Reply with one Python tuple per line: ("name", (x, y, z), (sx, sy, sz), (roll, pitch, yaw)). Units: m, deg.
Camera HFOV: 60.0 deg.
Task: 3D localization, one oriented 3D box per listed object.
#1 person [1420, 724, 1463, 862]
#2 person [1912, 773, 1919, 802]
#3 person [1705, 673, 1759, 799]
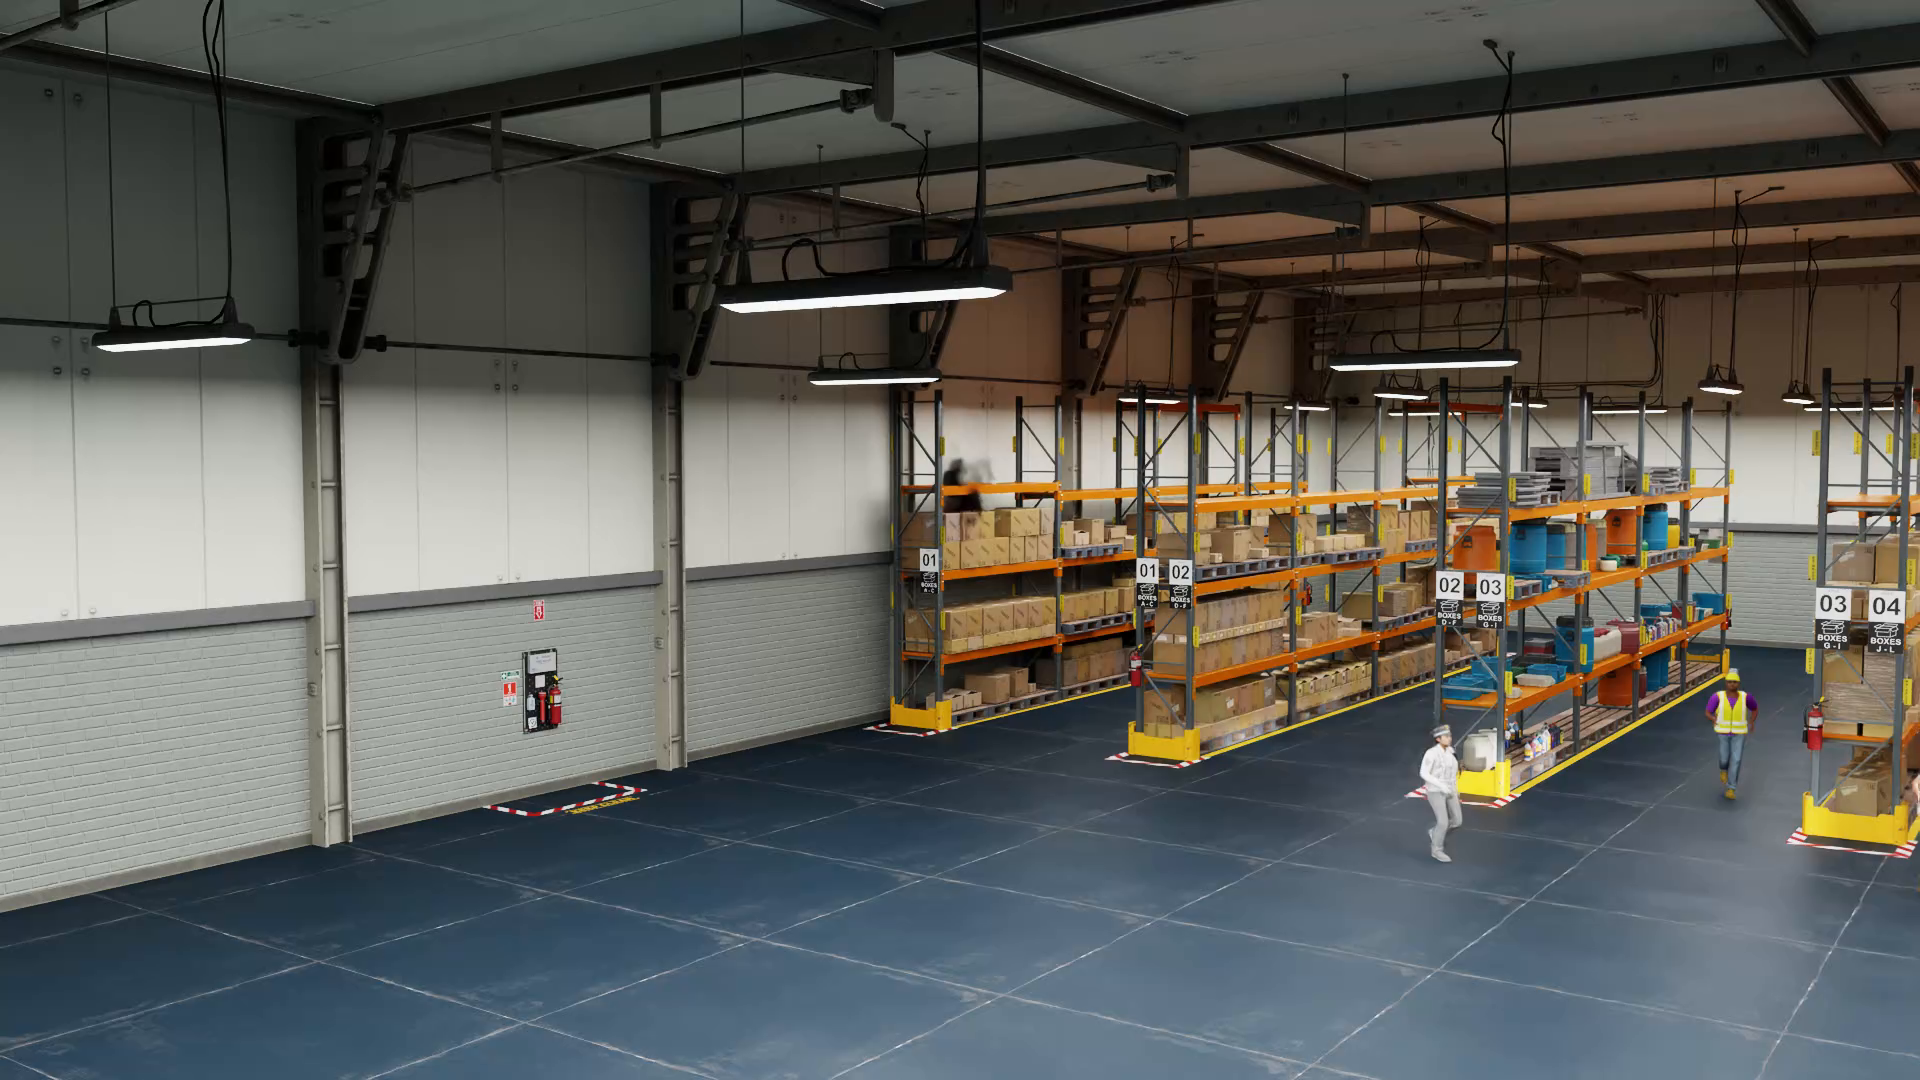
("person", (5.814, 3.044, 20.085), (0.624, 1.662, 0.545), (-2, 4, -30))
("person", (10.874, 3.097, 18.178), (0.637, 1.834, 0.767), (-1, 3, -14))
("person", (11.071, 2.774, 23.867), (0.699, 1.752, 0.923), (1, 4, 24))
